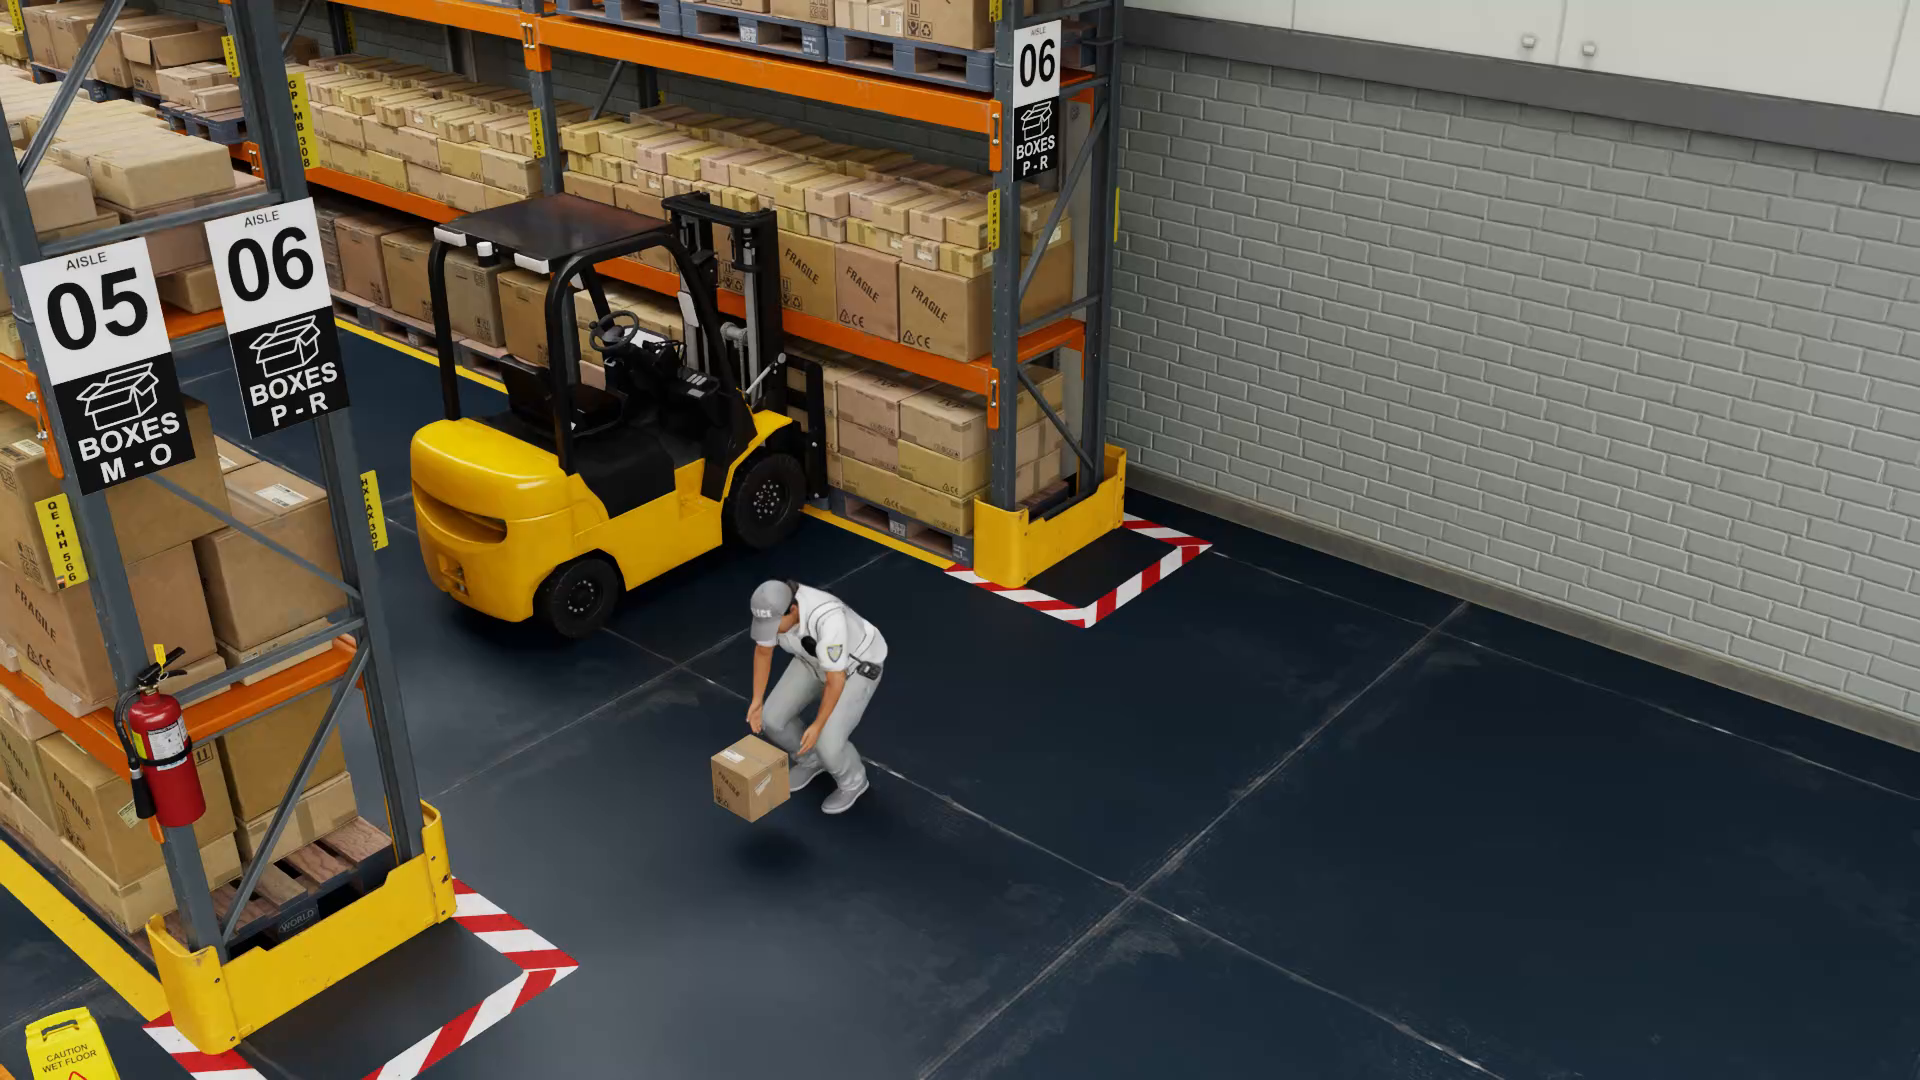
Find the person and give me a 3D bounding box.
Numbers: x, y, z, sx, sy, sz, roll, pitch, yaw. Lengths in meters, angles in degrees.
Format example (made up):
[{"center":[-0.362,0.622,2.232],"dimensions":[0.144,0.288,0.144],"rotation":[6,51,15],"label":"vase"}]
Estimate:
[{"center":[-0.612,0.645,7.841],"dimensions":[0.494,1.126,0.549],"rotation":[21,34,34],"label":"person"}]
